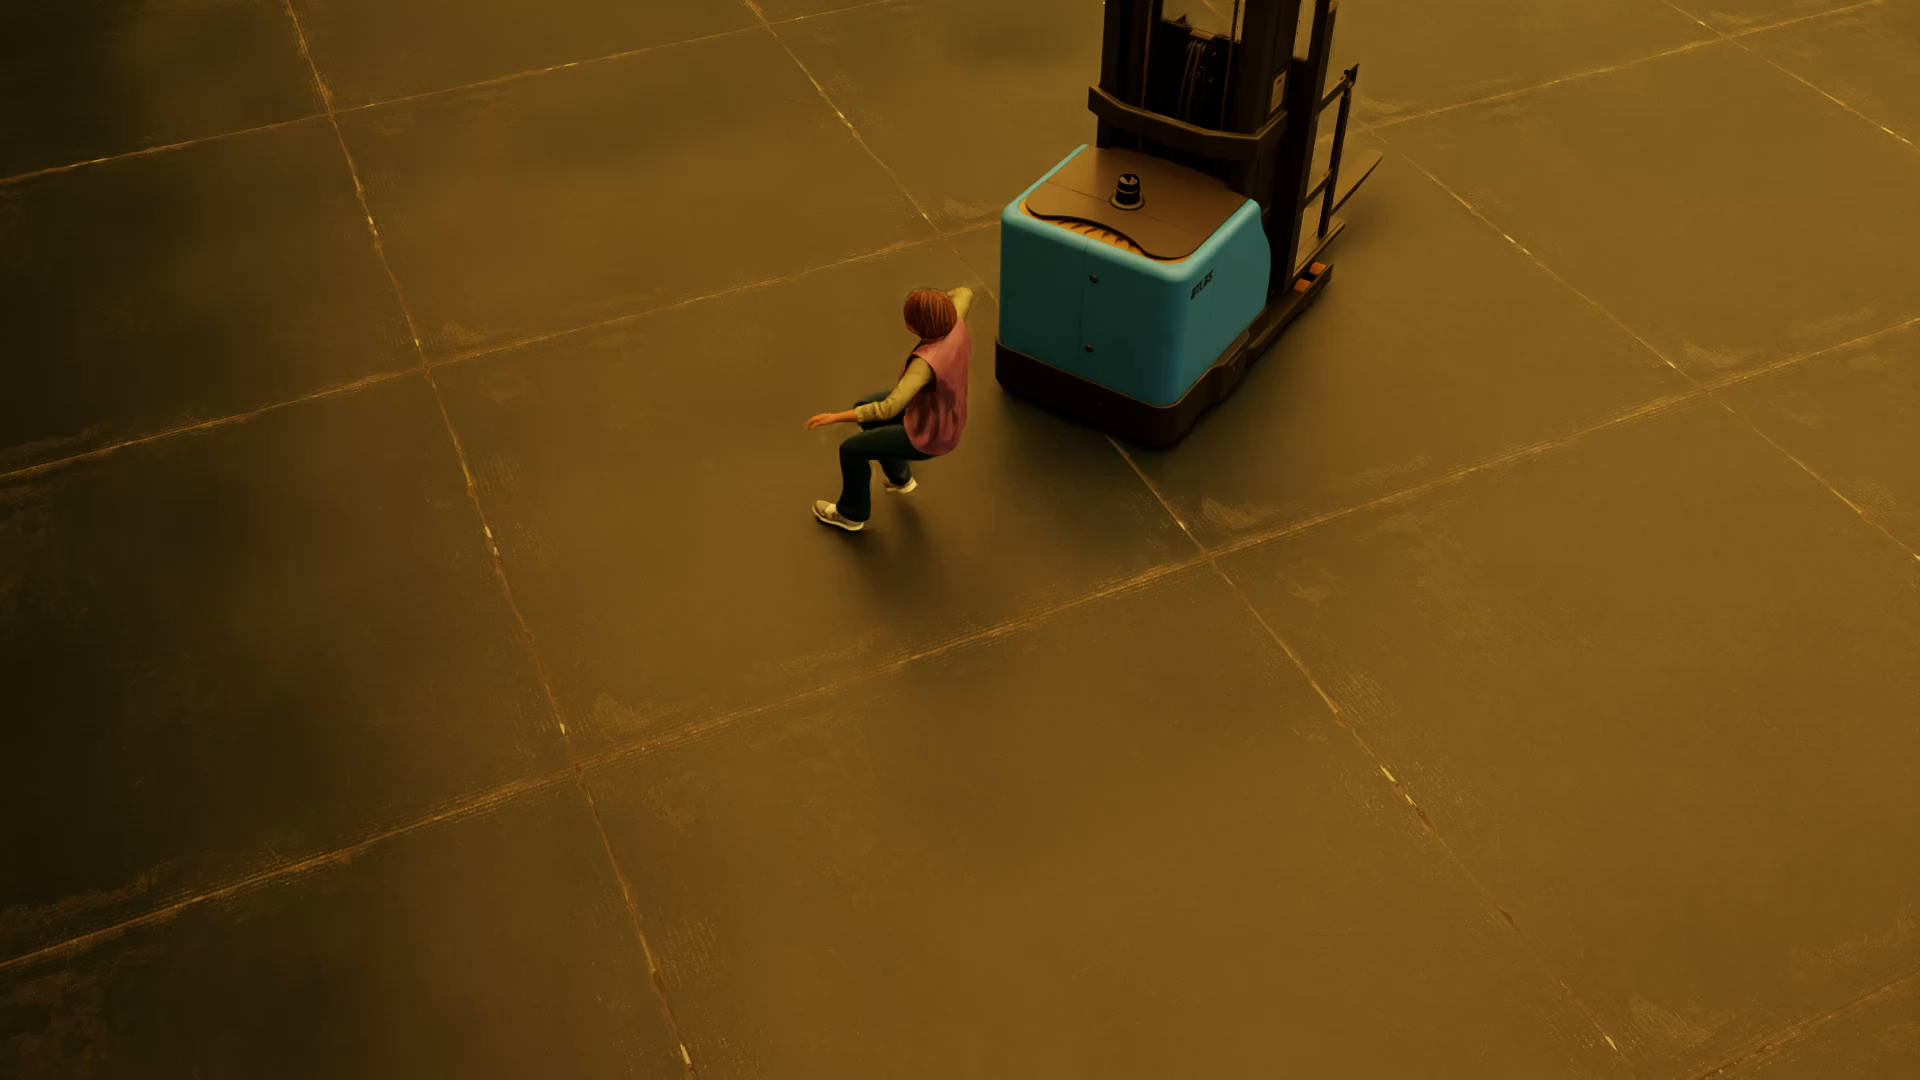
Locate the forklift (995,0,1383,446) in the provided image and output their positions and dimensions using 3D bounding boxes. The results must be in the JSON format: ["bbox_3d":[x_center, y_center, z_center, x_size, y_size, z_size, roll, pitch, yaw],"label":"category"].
[{"bbox_3d":[1.423,-2.512,8.372,1.130,2.935,3.031,25,48,24],"label":"forklift"}]

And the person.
[{"bbox_3d":[-0.333,-0.603,7.448,0.746,1.381,0.999,10,44,10],"label":"person"}]
